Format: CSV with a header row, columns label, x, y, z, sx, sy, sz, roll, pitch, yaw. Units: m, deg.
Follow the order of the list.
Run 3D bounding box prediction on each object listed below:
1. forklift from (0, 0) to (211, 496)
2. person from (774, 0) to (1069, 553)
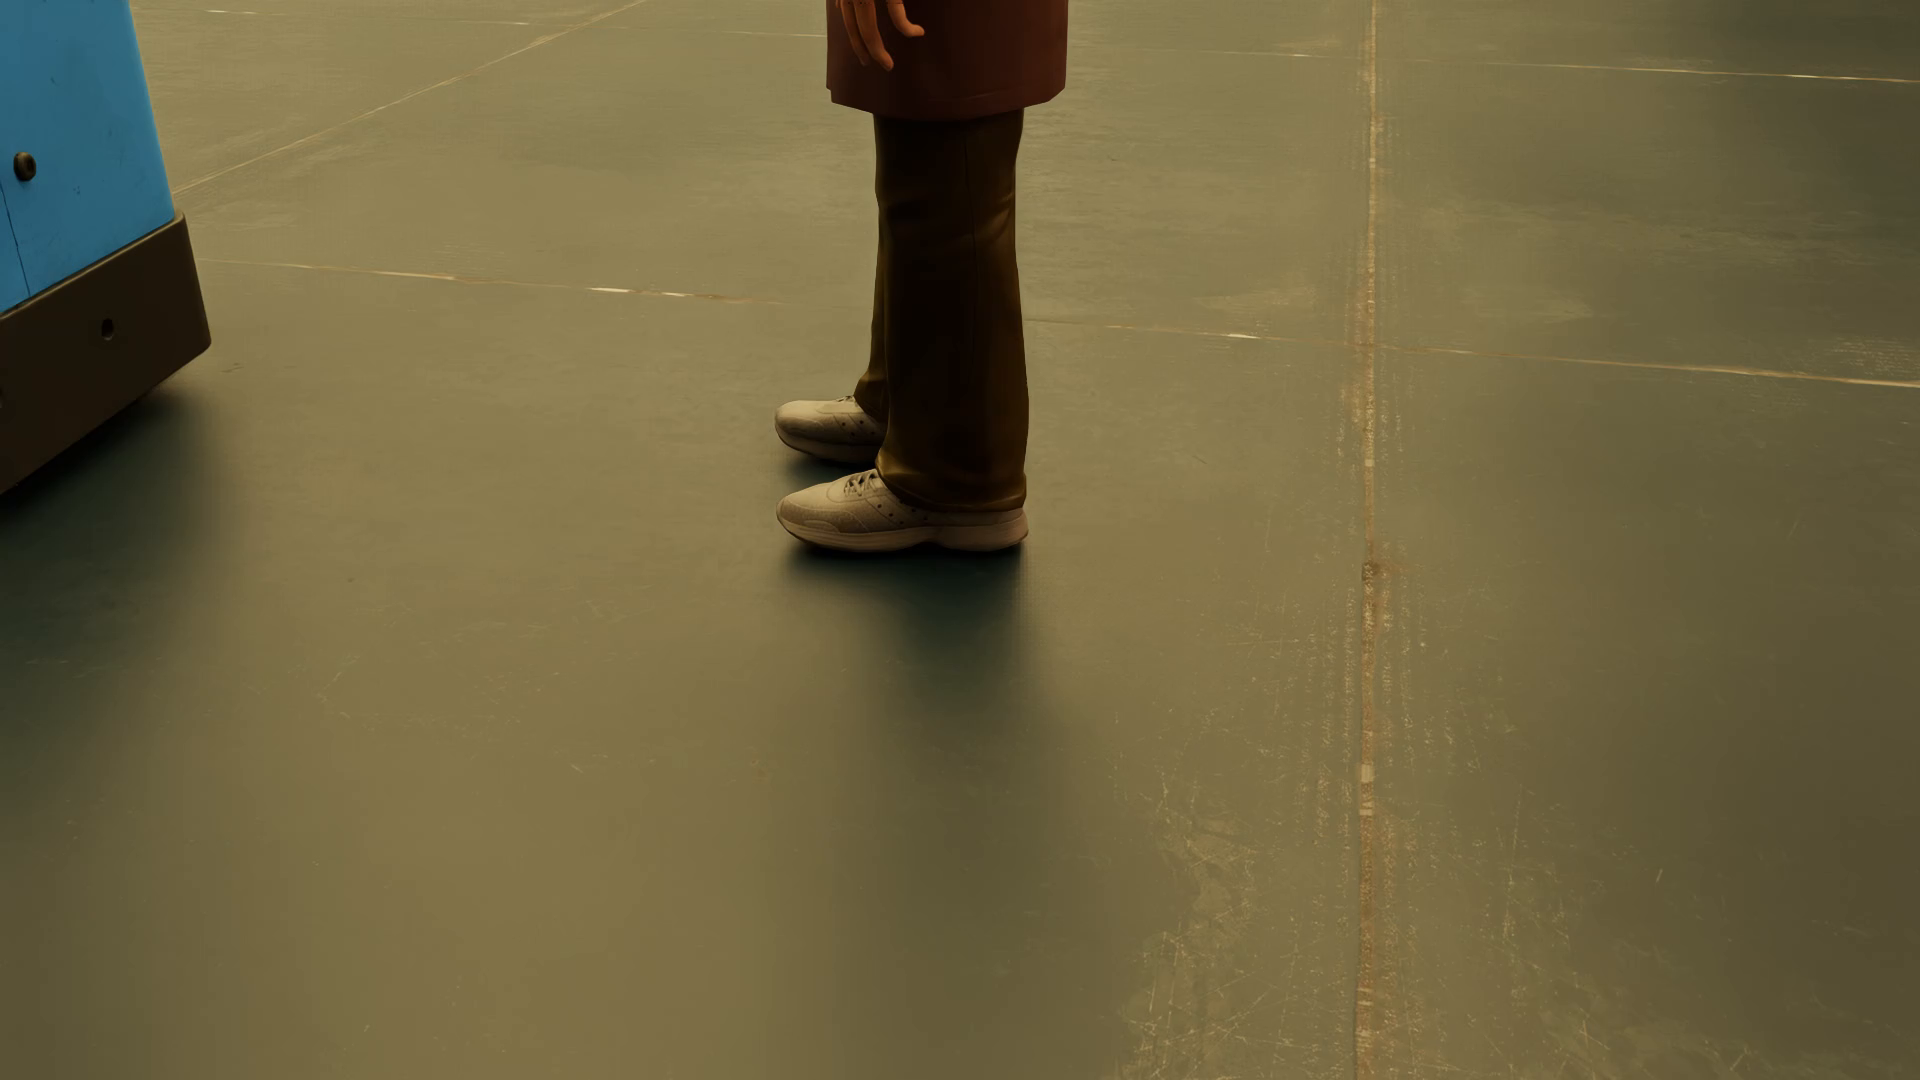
label,x,y,z,sx,sy,sz,roll,pitch,yaw
forklift,-2.916,-1.459,2.138,3.031,2.935,1.130,2,27,5
person,-0.089,-0.811,2.118,0.579,1.778,0.696,6,27,11
